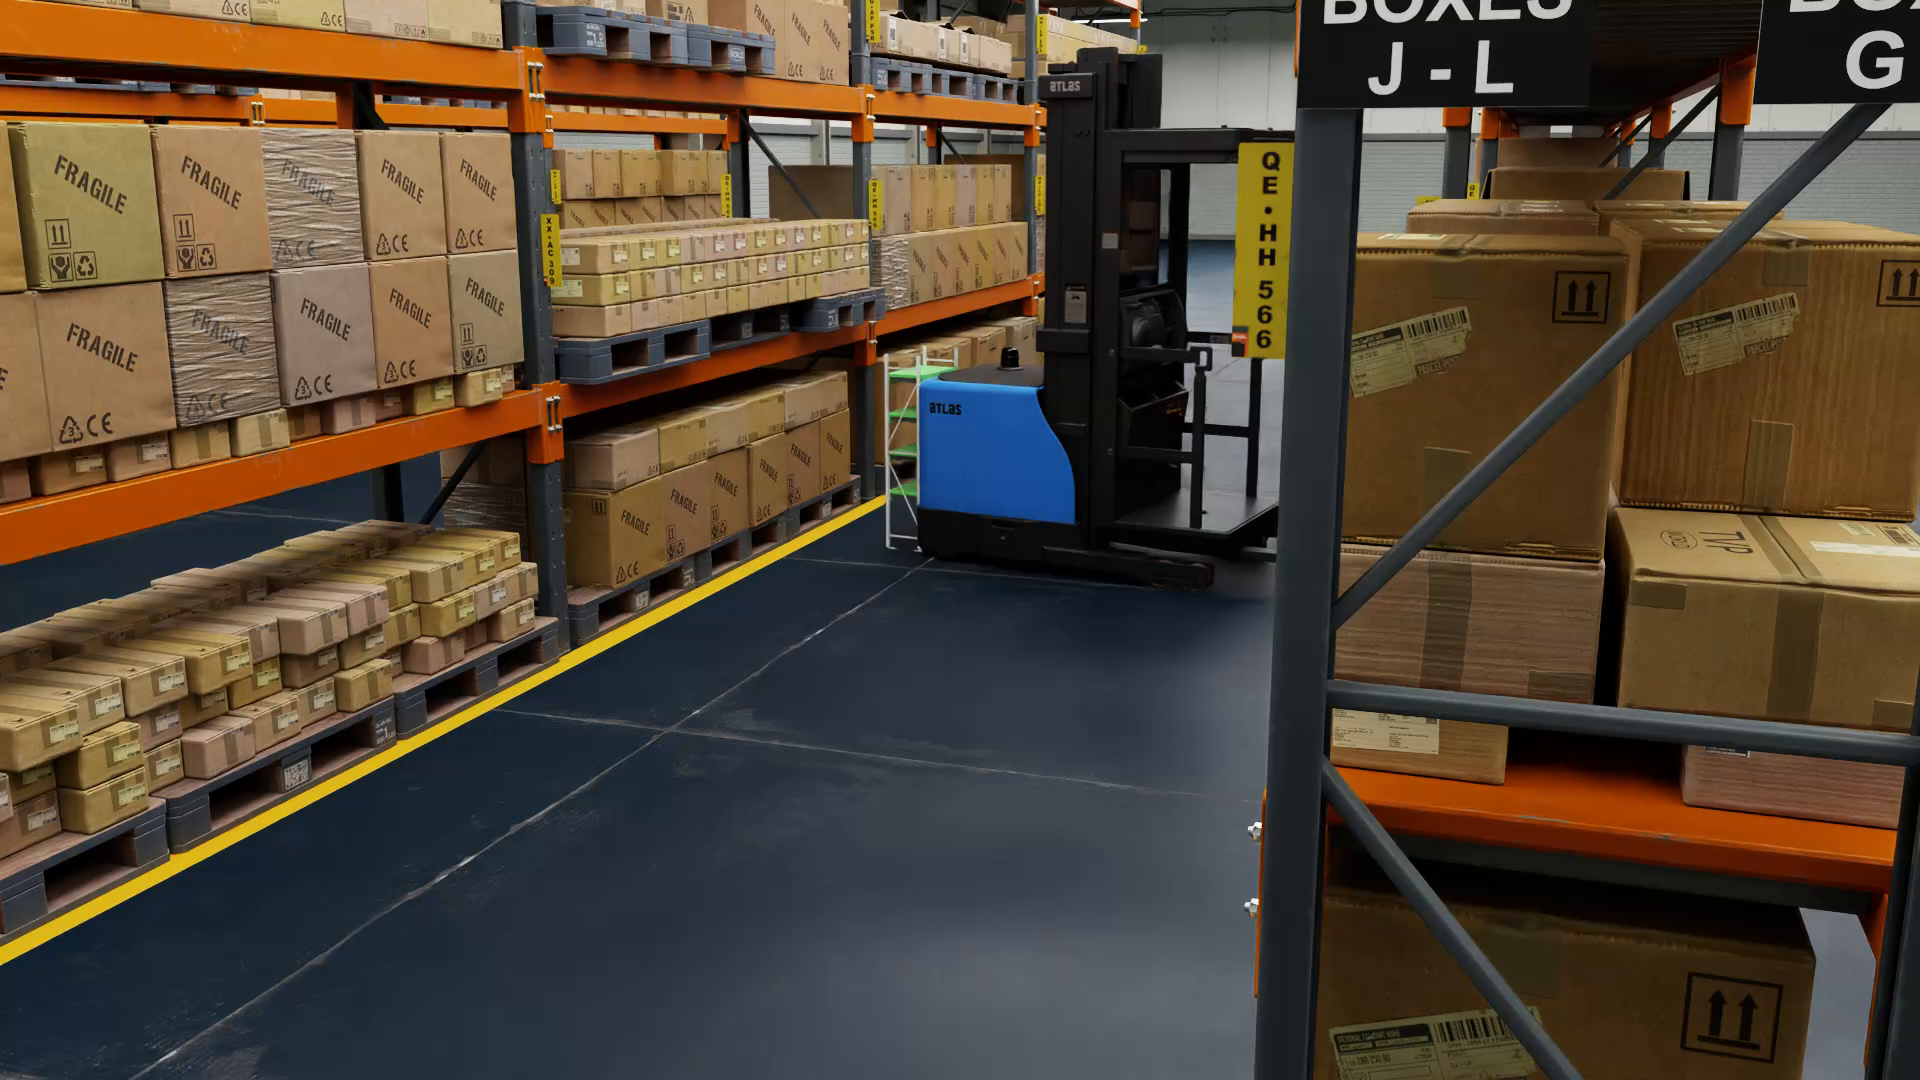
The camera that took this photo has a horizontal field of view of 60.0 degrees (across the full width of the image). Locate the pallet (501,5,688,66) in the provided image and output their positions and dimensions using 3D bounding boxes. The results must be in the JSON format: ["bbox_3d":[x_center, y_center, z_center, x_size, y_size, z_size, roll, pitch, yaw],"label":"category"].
[{"bbox_3d":[-2.086,-2.432,8.084,1.213,0.211,1.003,4,14,18],"label":"pallet"}]

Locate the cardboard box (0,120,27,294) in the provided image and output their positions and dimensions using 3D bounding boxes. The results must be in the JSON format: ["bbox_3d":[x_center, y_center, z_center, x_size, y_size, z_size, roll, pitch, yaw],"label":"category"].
[{"bbox_3d":[-3.127,-0.960,4.813,0.500,0.500,0.500,5,14,20],"label":"cardboard box"}]

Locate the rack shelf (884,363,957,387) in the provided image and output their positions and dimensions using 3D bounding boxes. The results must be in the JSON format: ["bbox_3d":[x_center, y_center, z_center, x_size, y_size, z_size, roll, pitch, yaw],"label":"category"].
[{"bbox_3d":[-0.235,-0.978,10.207,0.258,0.148,0.480,6,14,26],"label":"rack shelf"}]

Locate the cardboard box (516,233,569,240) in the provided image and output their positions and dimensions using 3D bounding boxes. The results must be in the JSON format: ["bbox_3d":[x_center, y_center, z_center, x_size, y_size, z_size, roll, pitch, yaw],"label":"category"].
[{"bbox_3d":[-2.270,-1.521,8.694,0.380,0.149,0.250,4,13,17],"label":"cardboard box"}]

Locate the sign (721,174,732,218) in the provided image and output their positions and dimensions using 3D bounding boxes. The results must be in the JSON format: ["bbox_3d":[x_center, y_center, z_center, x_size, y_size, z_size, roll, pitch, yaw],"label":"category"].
[{"bbox_3d":[-1.619,-2.385,11.594,0.100,0.325,0.005,4,14,18],"label":"sign"}]

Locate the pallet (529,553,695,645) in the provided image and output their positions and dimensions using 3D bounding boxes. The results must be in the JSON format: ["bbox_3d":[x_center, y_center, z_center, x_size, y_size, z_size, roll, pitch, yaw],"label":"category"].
[{"bbox_3d":[-2.136,0.256,8.890,1.003,0.211,1.213,4,14,18],"label":"pallet"}]

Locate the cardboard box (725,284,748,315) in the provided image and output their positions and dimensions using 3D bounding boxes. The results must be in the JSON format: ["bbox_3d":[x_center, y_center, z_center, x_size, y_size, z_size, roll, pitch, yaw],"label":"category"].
[{"bbox_3d":[-1.406,-1.346,9.267,0.380,0.149,0.250,4,13,17],"label":"cardboard box"}]

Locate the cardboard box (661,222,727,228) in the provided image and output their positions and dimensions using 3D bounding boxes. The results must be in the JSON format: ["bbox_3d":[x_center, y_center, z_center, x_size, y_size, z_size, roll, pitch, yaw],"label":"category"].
[{"bbox_3d":[-1.679,-1.906,10.383,0.380,0.149,0.250,4,13,16],"label":"cardboard box"}]

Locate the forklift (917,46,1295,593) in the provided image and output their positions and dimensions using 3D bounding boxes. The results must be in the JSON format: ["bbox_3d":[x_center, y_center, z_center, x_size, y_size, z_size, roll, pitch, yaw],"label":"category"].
[{"bbox_3d":[1.290,-1.269,9.460,3.031,2.935,1.130,7,14,27],"label":"forklift"}]

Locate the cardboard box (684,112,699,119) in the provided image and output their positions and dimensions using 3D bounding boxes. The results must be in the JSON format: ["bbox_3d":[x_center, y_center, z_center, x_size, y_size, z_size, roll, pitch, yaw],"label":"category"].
[{"bbox_3d":[-3.239,-4.937,19.201,0.380,0.149,0.250,5,14,20],"label":"cardboard box"}]

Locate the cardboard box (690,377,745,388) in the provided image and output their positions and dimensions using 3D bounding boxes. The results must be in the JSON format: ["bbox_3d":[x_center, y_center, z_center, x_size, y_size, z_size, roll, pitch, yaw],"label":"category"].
[{"bbox_3d":[-1.709,-0.898,10.671,0.500,0.250,0.500,4,14,18],"label":"cardboard box"}]

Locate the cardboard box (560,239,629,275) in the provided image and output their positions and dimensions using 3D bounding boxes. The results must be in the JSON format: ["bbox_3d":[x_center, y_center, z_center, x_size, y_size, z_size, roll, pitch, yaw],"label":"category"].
[{"bbox_3d":[-1.824,-1.361,7.994,0.380,0.149,0.250,5,14,21],"label":"cardboard box"}]

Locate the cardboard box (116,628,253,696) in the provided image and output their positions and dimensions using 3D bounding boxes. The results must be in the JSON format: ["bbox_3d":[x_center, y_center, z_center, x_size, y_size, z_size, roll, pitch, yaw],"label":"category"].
[{"bbox_3d":[-2.783,0.434,5.972,0.380,0.149,0.250,5,14,19],"label":"cardboard box"}]

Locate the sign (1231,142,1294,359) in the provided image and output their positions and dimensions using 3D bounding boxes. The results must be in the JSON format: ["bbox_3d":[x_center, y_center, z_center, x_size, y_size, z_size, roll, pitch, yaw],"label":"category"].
[{"bbox_3d":[0.471,-0.440,2.542,0.100,0.325,0.005,4,14,18],"label":"sign"}]

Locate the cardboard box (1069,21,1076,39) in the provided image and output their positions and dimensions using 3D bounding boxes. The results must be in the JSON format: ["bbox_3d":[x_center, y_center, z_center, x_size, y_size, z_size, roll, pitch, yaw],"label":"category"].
[{"bbox_3d":[0.887,-4.818,15.720,0.380,0.149,0.250,4,13,17],"label":"cardboard box"}]

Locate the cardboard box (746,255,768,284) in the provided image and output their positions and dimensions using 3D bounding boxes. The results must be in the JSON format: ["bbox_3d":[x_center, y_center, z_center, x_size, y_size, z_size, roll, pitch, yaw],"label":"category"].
[{"bbox_3d":[-1.320,-1.546,9.471,0.380,0.149,0.250,4,13,17],"label":"cardboard box"}]

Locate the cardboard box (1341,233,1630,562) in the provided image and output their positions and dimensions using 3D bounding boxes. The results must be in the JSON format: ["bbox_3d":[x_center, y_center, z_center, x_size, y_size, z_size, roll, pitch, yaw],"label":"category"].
[{"bbox_3d":[0.889,-0.277,2.946,0.500,0.500,0.500,5,14,19],"label":"cardboard box"}]

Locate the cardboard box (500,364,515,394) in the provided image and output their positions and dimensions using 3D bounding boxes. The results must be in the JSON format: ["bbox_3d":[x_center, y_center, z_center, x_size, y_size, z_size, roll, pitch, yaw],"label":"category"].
[{"bbox_3d":[-2.257,-0.740,7.552,0.380,0.149,0.250,4,14,18],"label":"cardboard box"}]

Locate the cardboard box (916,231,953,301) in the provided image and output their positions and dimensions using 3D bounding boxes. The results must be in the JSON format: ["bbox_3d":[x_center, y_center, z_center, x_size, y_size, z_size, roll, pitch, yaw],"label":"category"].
[{"bbox_3d":[-0.366,-2.118,12.804,0.500,0.500,0.500,4,14,18],"label":"cardboard box"}]

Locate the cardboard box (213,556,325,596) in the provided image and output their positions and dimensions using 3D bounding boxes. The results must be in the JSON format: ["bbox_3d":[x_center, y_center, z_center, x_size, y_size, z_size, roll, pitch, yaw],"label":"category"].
[{"bbox_3d":[-2.937,0.181,7.081,0.380,0.149,0.250,4,13,17],"label":"cardboard box"}]

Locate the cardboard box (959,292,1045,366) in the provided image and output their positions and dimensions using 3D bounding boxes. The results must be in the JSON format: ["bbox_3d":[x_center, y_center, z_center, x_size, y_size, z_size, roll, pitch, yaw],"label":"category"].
[{"bbox_3d":[0.472,-1.920,15.989,0.875,0.875,0.875,5,14,19],"label":"cardboard box"}]

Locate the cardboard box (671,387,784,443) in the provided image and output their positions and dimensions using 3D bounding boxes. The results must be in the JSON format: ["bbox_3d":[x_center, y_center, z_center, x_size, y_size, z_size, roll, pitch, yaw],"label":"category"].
[{"bbox_3d":[-1.398,-0.757,10.052,0.500,0.250,0.500,5,14,20],"label":"cardboard box"}]

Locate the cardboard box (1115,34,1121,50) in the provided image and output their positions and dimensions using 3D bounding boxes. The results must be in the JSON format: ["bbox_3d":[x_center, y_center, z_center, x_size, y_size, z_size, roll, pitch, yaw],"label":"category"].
[{"bbox_3d":[1.461,-5.191,17.355,0.380,0.149,0.250,5,14,19],"label":"cardboard box"}]

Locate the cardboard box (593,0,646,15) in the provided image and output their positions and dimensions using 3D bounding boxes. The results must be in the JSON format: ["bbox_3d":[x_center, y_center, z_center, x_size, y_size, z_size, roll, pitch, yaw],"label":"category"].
[{"bbox_3d":[-1.903,-2.733,8.236,0.500,0.311,0.500,4,14,18],"label":"cardboard box"}]

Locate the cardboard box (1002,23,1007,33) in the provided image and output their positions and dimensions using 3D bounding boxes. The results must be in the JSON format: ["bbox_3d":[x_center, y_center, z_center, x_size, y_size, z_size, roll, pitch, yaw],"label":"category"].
[{"bbox_3d":[0.263,-4.864,15.921,0.380,0.149,0.250,5,14,19],"label":"cardboard box"}]

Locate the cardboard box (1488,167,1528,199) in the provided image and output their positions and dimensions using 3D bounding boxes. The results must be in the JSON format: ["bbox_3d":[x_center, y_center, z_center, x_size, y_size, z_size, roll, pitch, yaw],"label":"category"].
[{"bbox_3d":[2.892,-1.509,7.880,0.797,0.503,0.637,5,14,20],"label":"cardboard box"}]

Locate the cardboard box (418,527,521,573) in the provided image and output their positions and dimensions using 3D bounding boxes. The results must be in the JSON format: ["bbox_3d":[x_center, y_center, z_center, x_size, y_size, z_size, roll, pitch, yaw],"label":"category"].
[{"bbox_3d":[-2.255,0.050,7.655,0.380,0.149,0.250,5,14,20],"label":"cardboard box"}]

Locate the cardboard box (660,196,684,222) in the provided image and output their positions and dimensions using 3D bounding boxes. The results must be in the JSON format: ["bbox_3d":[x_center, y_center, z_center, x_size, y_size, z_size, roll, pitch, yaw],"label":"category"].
[{"bbox_3d":[-3.467,-3.650,18.846,0.500,0.500,0.500,4,14,18],"label":"cardboard box"}]

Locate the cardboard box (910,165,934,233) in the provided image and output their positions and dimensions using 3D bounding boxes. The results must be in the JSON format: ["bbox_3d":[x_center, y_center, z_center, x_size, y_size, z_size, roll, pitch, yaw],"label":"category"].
[{"bbox_3d":[-0.611,-2.626,12.780,0.700,0.500,0.500,4,13,18],"label":"cardboard box"}]

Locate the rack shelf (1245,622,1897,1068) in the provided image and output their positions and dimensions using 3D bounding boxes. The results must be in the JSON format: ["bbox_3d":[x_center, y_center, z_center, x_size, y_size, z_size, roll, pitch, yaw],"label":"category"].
[{"bbox_3d":[1.627,0.211,4.438,1.077,0.370,4.000,4,14,18],"label":"rack shelf"}]

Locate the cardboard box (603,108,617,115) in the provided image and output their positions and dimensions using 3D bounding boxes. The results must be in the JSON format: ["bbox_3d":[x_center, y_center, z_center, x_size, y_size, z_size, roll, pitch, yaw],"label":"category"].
[{"bbox_3d":[-3.853,-4.563,17.562,0.380,0.149,0.250,4,13,17],"label":"cardboard box"}]

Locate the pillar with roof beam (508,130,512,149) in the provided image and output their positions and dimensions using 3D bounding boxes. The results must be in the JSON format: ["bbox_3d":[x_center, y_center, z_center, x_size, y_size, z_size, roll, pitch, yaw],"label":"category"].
[{"bbox_3d":[-2.982,-7.954,25.113,9.100,9.000,0.400,4,14,18],"label":"pillar with roof beam"}]

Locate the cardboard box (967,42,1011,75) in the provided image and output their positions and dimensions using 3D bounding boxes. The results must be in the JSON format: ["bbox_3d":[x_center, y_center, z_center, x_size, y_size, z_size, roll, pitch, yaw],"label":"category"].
[{"bbox_3d":[0.125,-4.106,14.164,0.500,0.250,0.500,5,14,19],"label":"cardboard box"}]

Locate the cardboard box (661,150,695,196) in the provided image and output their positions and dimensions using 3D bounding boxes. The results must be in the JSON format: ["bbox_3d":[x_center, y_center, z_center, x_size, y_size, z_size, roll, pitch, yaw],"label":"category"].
[{"bbox_3d":[-3.418,-4.138,18.736,0.700,0.500,0.500,4,14,18],"label":"cardboard box"}]

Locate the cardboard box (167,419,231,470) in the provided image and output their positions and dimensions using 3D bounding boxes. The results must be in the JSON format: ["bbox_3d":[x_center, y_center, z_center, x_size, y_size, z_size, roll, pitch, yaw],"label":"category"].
[{"bbox_3d":[-2.809,-0.351,5.849,0.380,0.149,0.250,5,14,20],"label":"cardboard box"}]

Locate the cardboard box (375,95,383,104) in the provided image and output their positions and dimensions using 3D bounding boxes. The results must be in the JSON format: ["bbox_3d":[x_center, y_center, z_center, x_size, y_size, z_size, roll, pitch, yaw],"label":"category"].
[{"bbox_3d":[-5.342,-3.952,14.090,0.797,0.503,0.637,4,14,18],"label":"cardboard box"}]

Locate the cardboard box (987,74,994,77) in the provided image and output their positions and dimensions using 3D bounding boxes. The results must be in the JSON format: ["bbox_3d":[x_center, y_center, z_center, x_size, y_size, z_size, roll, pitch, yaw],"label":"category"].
[{"bbox_3d":[0.099,-4.370,15.546,0.380,0.149,0.250,5,14,19],"label":"cardboard box"}]

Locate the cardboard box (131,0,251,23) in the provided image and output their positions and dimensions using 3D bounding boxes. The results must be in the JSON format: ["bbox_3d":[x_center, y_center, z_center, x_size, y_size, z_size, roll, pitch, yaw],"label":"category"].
[{"bbox_3d":[-2.787,-1.890,5.624,0.500,0.250,0.500,4,14,18],"label":"cardboard box"}]

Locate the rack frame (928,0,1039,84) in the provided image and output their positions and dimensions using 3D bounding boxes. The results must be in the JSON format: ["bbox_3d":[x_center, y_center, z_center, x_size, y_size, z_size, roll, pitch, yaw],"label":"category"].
[{"bbox_3d":[0.202,-5.548,14.573,1.000,3.000,0.127,4,14,18],"label":"rack frame"}]

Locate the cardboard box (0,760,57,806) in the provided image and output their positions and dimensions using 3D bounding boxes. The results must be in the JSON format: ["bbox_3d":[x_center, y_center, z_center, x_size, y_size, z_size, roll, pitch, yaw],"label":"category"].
[{"bbox_3d":[-3.131,0.740,5.299,0.380,0.149,0.250,5,14,19],"label":"cardboard box"}]

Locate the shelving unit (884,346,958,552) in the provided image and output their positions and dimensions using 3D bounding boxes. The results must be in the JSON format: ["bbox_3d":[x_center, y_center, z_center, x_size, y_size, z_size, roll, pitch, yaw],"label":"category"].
[{"bbox_3d":[-0.235,-0.572,10.300,0.258,1.200,0.503,6,14,26],"label":"shelving unit"}]

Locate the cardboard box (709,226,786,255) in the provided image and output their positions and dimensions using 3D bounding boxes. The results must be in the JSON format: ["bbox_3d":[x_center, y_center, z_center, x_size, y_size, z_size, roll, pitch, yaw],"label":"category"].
[{"bbox_3d":[-1.238,-1.745,9.677,0.380,0.149,0.250,5,14,21],"label":"cardboard box"}]

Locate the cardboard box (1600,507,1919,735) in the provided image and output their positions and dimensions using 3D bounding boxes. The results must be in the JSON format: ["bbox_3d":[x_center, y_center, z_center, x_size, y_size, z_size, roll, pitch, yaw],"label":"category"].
[{"bbox_3d":[1.390,0.128,2.854,0.500,0.250,0.500,4,13,17],"label":"cardboard box"}]

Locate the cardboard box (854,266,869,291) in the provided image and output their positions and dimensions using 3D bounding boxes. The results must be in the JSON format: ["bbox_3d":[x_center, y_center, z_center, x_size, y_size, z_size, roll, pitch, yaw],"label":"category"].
[{"bbox_3d":[-0.817,-1.726,10.932,0.380,0.149,0.250,5,14,19],"label":"cardboard box"}]

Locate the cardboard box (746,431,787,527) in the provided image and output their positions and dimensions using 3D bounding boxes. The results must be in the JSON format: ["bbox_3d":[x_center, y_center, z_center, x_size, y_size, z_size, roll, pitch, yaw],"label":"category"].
[{"bbox_3d":[-1.385,-0.388,10.122,0.500,0.500,0.500,4,13,16],"label":"cardboard box"}]

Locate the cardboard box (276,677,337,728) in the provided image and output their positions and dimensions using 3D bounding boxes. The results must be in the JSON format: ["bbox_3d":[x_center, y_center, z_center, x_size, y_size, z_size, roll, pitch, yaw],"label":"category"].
[{"bbox_3d":[-2.674,0.621,6.488,0.380,0.149,0.250,5,14,19],"label":"cardboard box"}]

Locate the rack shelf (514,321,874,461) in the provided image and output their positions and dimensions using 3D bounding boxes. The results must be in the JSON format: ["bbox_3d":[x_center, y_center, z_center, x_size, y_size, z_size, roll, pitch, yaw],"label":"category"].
[{"bbox_3d":[-1.739,-1.009,9.786,1.077,0.370,4.000,4,14,18],"label":"rack shelf"}]

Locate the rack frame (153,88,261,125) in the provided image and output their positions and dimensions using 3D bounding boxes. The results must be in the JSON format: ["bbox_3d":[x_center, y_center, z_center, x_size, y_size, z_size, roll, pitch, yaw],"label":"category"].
[{"bbox_3d":[-5.809,-2.116,13.019,1.000,3.000,0.127,4,14,18],"label":"rack frame"}]

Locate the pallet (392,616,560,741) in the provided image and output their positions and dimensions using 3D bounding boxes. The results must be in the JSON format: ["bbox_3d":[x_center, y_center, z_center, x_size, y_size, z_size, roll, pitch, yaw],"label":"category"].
[{"bbox_3d":[-2.570,0.564,7.541,1.003,0.211,1.213,4,14,18],"label":"pallet"}]

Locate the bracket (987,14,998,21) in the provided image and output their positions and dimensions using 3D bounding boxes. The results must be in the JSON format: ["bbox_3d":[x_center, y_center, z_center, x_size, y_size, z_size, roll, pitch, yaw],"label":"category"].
[{"bbox_3d":[0.912,-14.959,47.715,0.235,0.232,0.430,4,14,18],"label":"bracket"}]

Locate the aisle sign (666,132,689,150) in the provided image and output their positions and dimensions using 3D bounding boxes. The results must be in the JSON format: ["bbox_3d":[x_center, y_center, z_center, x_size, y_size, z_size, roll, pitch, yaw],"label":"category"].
[{"bbox_3d":[-3.494,-5.103,20.265,0.394,0.787,0.004,4,14,18],"label":"aisle sign"}]

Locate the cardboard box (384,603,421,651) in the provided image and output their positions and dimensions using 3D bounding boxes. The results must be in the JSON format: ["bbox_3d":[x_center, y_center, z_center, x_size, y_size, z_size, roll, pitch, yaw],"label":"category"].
[{"bbox_3d":[-2.507,0.352,7.001,0.380,0.149,0.250,4,14,19],"label":"cardboard box"}]
